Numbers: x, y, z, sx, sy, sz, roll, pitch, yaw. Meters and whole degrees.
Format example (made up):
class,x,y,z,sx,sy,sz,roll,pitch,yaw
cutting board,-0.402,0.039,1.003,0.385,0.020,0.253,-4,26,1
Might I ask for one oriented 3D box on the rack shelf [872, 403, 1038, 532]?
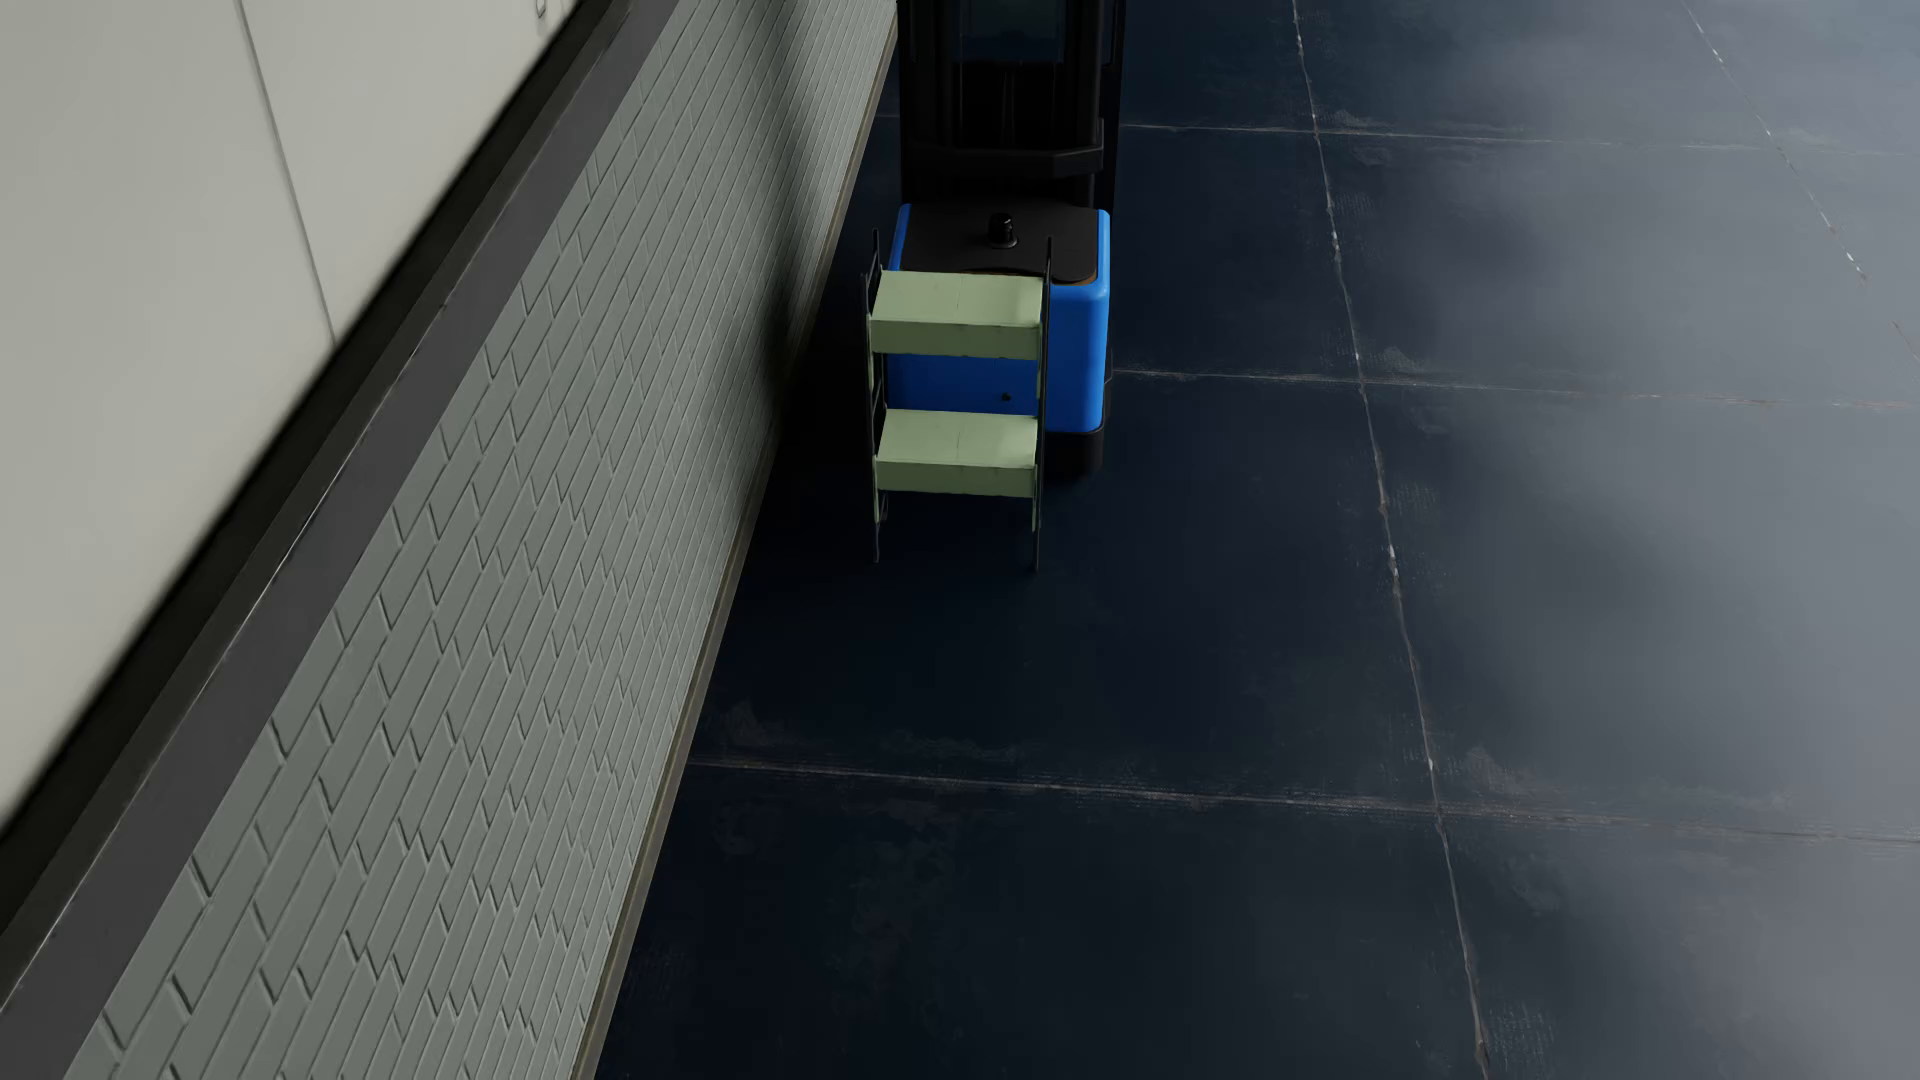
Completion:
class,x,y,z,sx,sy,sz,roll,pitch,yaw
rack shelf,-0.007,-0.329,7.483,0.720,0.370,0.431,3,39,4

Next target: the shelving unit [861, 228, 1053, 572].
class,x,y,z,sx,sy,sz,roll,pitch,yaw
shelving unit,-0.007,-0.582,7.277,0.755,1.500,0.431,3,39,4

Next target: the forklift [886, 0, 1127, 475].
class,x,y,z,sx,sy,sz,roll,pitch,yaw
forklift,0.262,-2.368,8.337,1.130,2.935,3.031,2,39,3

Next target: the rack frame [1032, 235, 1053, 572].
class,x,y,z,sx,sy,sz,roll,pitch,yaw
rack frame,0.358,-0.562,7.252,0.023,1.500,0.400,3,39,4

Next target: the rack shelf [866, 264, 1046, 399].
class,x,y,z,sx,sy,sz,roll,pitch,yaw
rack shelf,-0.007,-0.885,7.031,0.720,0.370,0.431,3,39,4

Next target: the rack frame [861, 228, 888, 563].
class,x,y,z,sx,sy,sz,roll,pitch,yaw
rack frame,-0.371,-0.602,7.301,0.023,1.500,0.400,3,39,4
